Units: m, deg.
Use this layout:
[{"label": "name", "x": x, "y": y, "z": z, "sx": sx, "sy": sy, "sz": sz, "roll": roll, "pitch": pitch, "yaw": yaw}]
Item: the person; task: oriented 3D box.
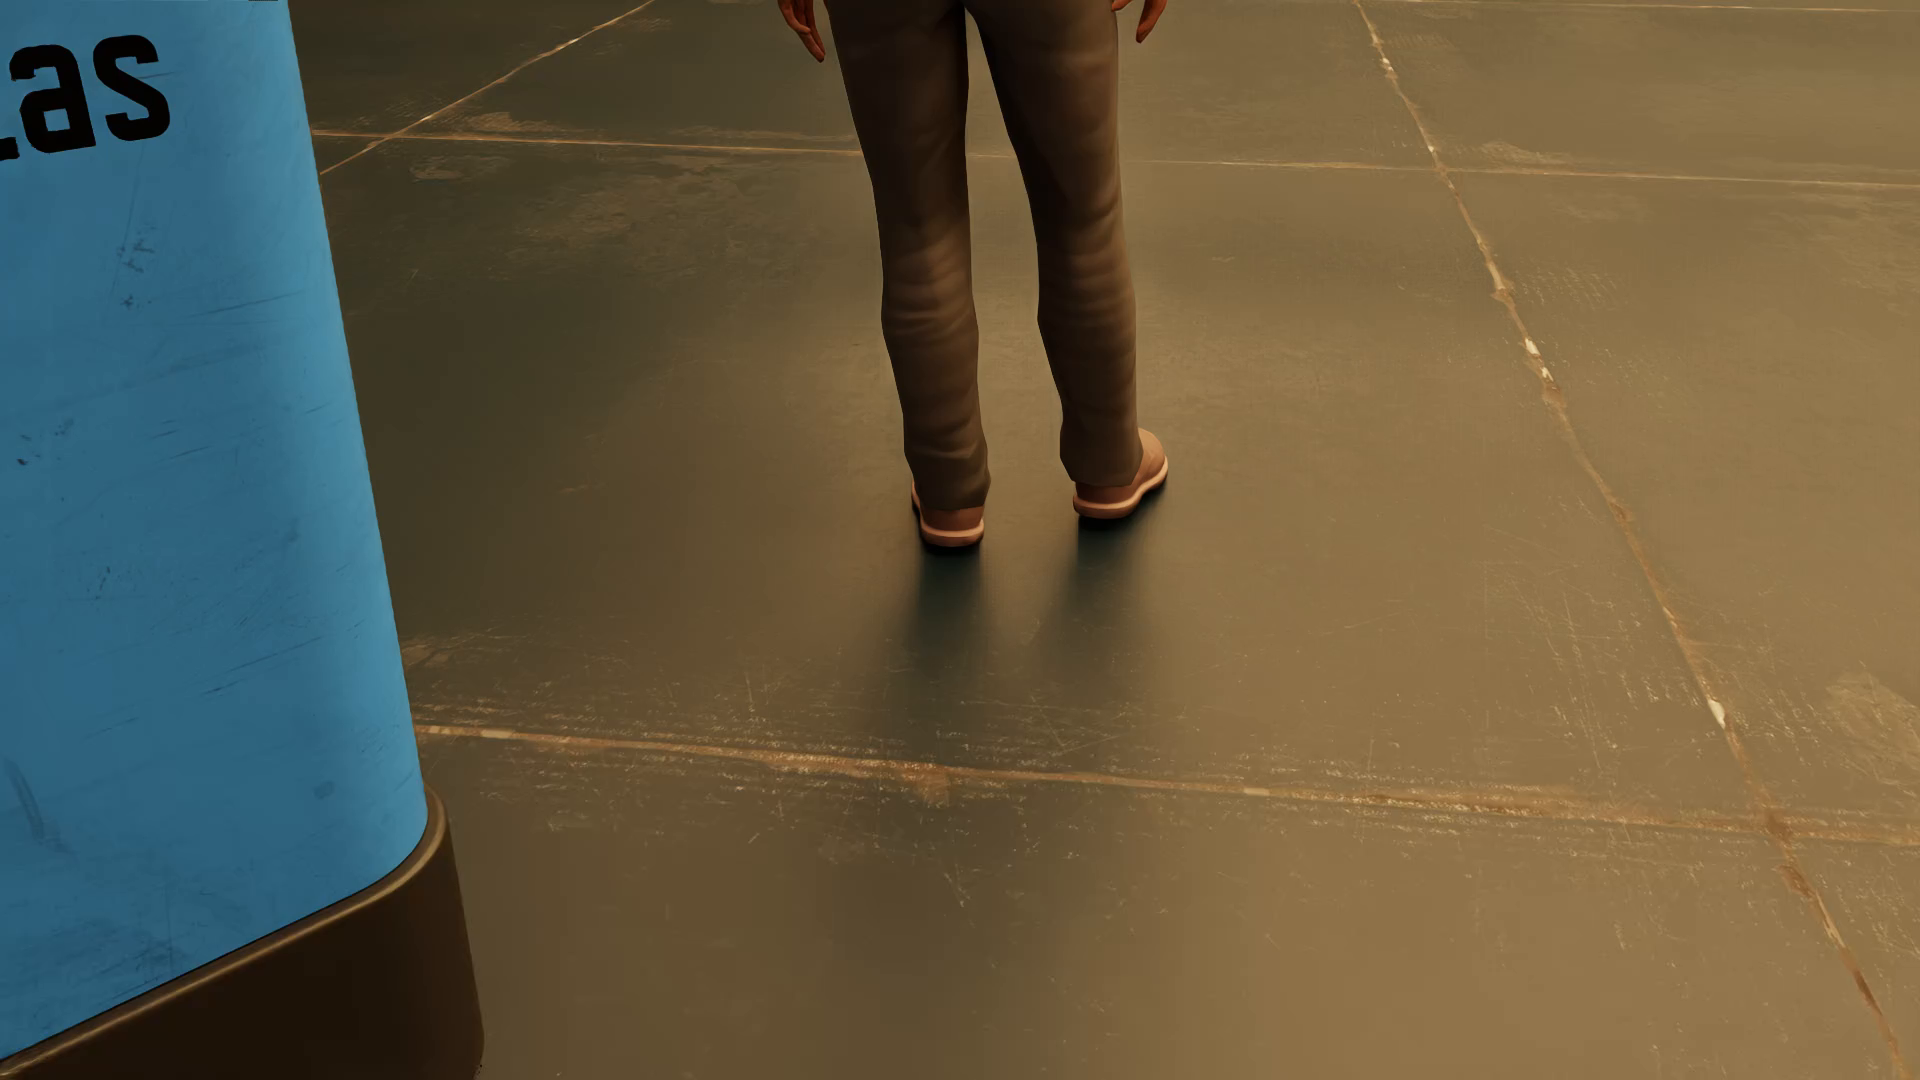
[{"label": "person", "x": 0.031, "y": -0.785, "z": 2.203, "sx": 0.570, "sy": 1.657, "sz": 0.502, "roll": 3, "pitch": 27, "yaw": 7}]

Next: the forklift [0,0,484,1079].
[{"label": "forklift", "x": -1.818, "y": -0.488, "z": 0.195, "sx": 3.031, "sy": 2.935, "sz": 1.130, "roll": -24, "pitch": 35, "yaw": -39}]
